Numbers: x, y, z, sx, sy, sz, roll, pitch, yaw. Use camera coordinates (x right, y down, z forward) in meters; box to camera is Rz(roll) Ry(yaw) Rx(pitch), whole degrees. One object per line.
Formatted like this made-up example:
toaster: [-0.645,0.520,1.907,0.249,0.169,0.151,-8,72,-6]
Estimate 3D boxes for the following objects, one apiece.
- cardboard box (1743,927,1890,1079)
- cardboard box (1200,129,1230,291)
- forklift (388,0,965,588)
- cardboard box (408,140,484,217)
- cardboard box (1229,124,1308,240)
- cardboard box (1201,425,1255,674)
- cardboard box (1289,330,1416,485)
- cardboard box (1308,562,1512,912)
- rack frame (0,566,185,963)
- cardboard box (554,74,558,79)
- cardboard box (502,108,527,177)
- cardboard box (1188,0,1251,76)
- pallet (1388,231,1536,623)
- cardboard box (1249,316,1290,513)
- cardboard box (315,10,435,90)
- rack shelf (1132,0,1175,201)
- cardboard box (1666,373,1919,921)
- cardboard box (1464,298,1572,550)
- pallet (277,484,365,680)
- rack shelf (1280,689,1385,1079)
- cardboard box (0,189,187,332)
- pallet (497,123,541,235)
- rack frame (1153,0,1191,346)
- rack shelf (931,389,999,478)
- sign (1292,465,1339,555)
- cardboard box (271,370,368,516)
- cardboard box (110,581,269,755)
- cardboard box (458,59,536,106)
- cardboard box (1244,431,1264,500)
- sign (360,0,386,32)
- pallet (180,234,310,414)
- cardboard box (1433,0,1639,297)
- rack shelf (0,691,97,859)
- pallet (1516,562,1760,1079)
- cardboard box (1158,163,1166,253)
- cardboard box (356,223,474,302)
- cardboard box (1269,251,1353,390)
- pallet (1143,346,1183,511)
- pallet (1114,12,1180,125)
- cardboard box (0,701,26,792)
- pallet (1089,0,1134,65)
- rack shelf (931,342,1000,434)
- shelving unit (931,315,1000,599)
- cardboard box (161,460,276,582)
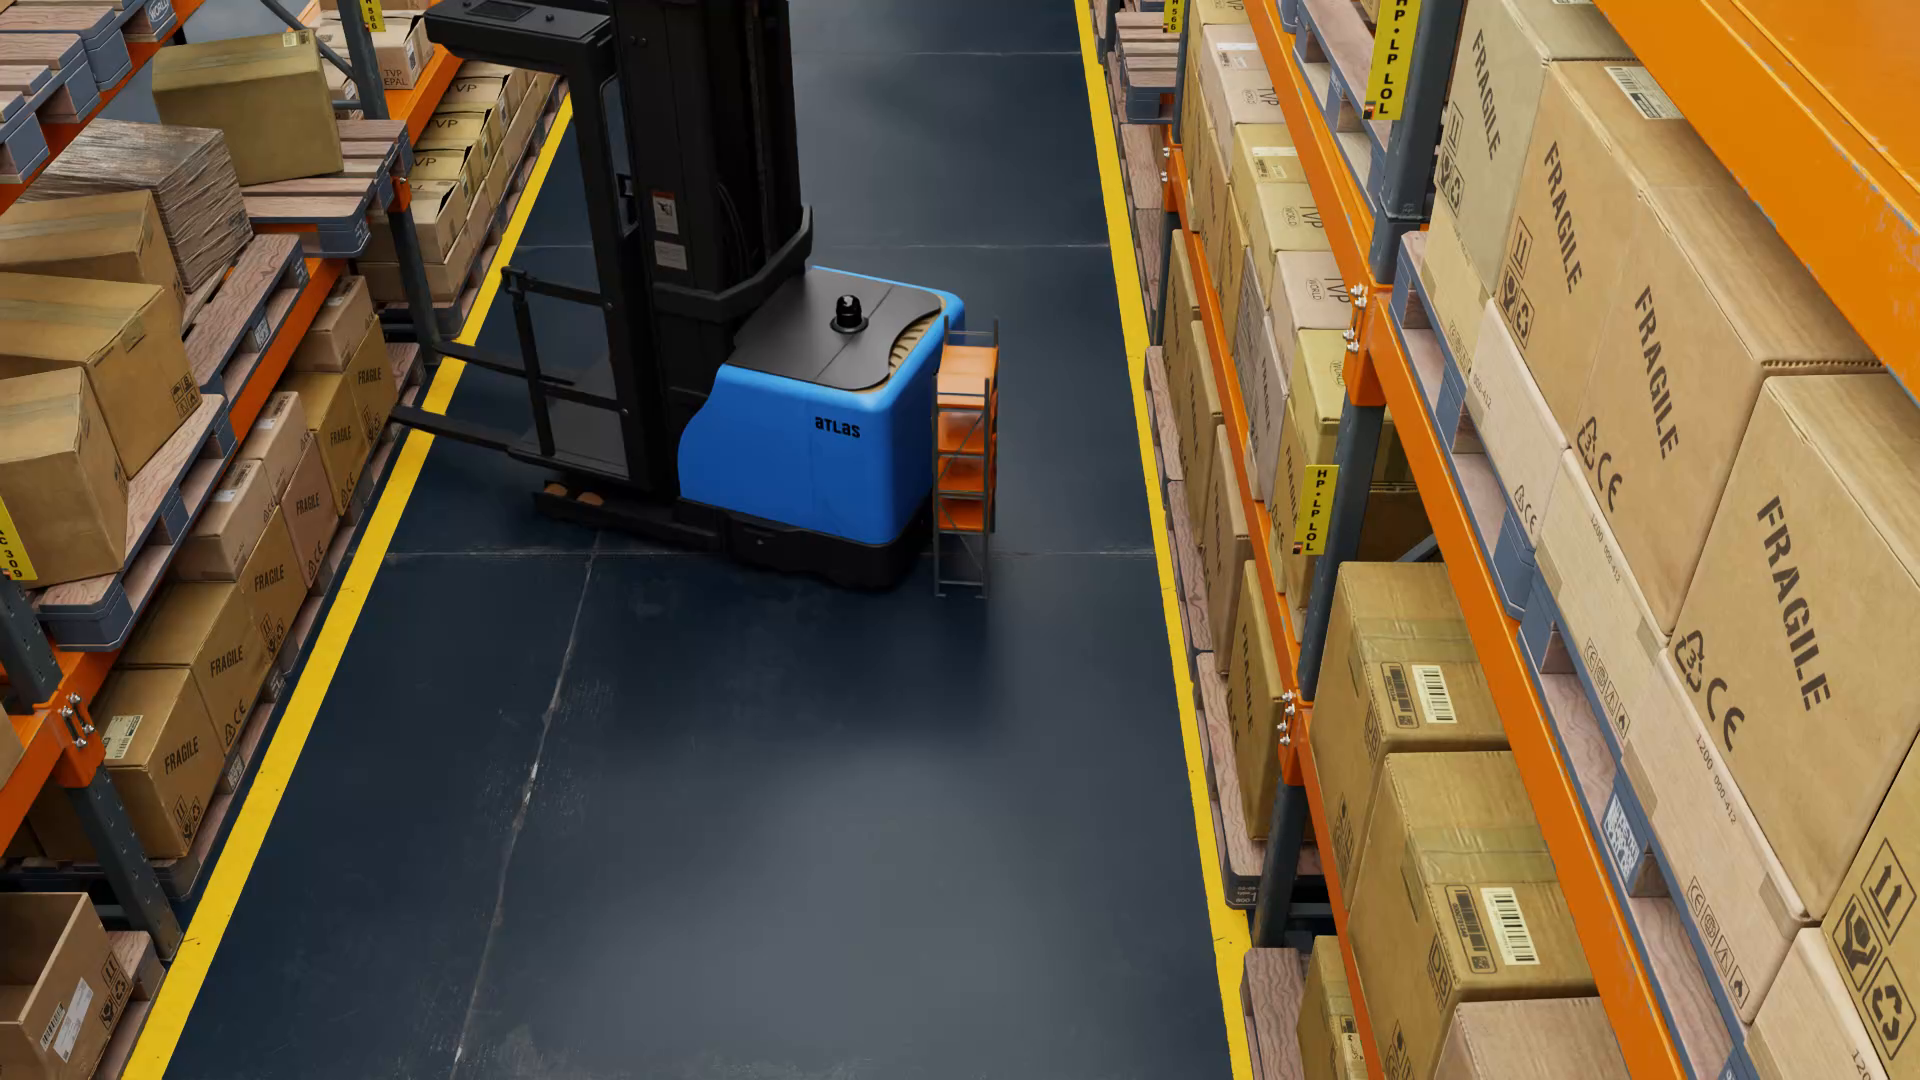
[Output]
cardboard box: [1.316,0.733,1.988,0.500,0.250,0.500,-1,39,-2]
cardboard box: [1.310,-1.393,7.001,0.500,0.500,0.500,0,39,0]
forklift: [-1.534,-1.500,7.524,3.031,2.935,1.130,14,41,16]
cardboard box: [-3.095,-2.132,9.672,0.500,0.311,0.500,-1,39,-1]
cardboard box: [1.330,-1.375,6.380,0.500,0.250,0.500,-1,39,-1]
cardboard box: [1.445,0.042,6.927,0.750,0.750,0.750,1,39,1]
cardboard box: [1.323,-0.418,5.185,0.500,0.250,0.500,1,39,1]
cardboard box: [1.564,0.552,4.669,0.980,0.700,0.700,1,39,1]
rack frame: [-3.374,0.335,5.178,1.000,3.000,0.127,0,39,0]
cardboard box: [-3.093,-3.499,11.826,0.500,0.250,0.500,0,39,0]
cardboard box: [-3.094,-2.545,10.635,0.500,0.250,0.500,1,39,1]
cardboard box: [1.318,-2.325,7.565,0.500,0.250,0.500,1,39,1]
pallet: [1.570,-0.295,3.637,1.003,0.211,1.213,0,39,0]
cardboard box: [1.316,-0.441,5.813,0.500,0.500,0.500,0,39,0]
cardboard box: [-3.186,-2.691,9.026,0.500,0.311,0.500,0,39,-1]
rack shelf: [1.573,-3.142,10.093,1.077,0.370,4.000,0,39,0]
cardboard box: [1.312,0.127,2.145,0.500,0.500,0.500,-2,39,-2]
cardboard box: [1.303,-0.234,3.195,0.500,0.250,0.500,-1,39,-1]
pallet: [-3.417,0.150,7.640,1.003,0.211,1.213,0,39,0]
rack shelf: [1.582,1.861,3.850,1.077,0.370,4.000,0,39,0]
cardboard box: [-3.438,-0.972,6.394,0.700,0.500,0.500,-9,40,-11]
pallet: [-3.339,-2.354,10.764,1.003,0.211,1.213,0,39,0]
rack frame: [1.575,-2.172,8.307,1.000,3.000,0.127,0,39,0]
rack shelf: [0.027,-0.481,7.386,0.258,0.148,0.480,3,39,4]
sign: [1.037,-0.085,4.840,0.100,0.325,0.005,0,39,0]
cardboard box: [-3.143,-0.454,7.810,0.500,0.500,0.500,-1,39,-2]
cardboard box: [-3.143,0.503,6.616,0.500,0.500,0.500,0,39,1]
cardboard box: [-3.091,-3.087,10.863,0.500,0.311,0.500,0,39,0]
cardboard box: [1.258,-0.277,6.127,0.380,0.149,0.250,0,39,0]
sign: [-2.836,-2.593,7.970,0.100,0.325,0.005,0,39,0]
pallet: [-3.372,-0.875,6.842,1.003,0.211,1.213,0,39,0]
cardboard box: [1.300,-0.832,3.341,0.500,0.500,0.500,0,39,0]
rack shelf: [-3.372,1.867,3.843,1.077,0.370,4.000,0,39,0]
pallet: [1.569,0.466,2.687,1.003,0.211,1.213,0,39,0]
cardboard box: [1.522,-1.818,9.513,0.700,0.500,0.500,0,39,1]
cardboard box: [-3.086,-1.585,9.437,0.500,0.250,0.500,0,39,0]
cardboard box: [1.332,-0.738,5.584,0.500,0.250,0.500,1,39,1]
pallet: [1.501,-0.591,8.564,1.003,0.211,1.213,0,39,0]
pallet: [1.468,-2.543,8.923,1.213,0.211,1.003,0,39,0]
cardboard box: [-3.117,0.609,4.757,0.500,0.500,0.500,1,39,1]
pallet: [1.534,-4.005,12.825,1.003,0.211,1.213,0,39,0]
rack shelf: [0.027,-0.666,7.238,0.258,0.148,0.480,3,39,4]
shelving unit: [0.027,-0.359,7.484,0.258,1.200,0.503,3,39,4]
cardboard box: [-3.132,-0.082,6.746,0.500,0.250,0.500,0,39,0]
